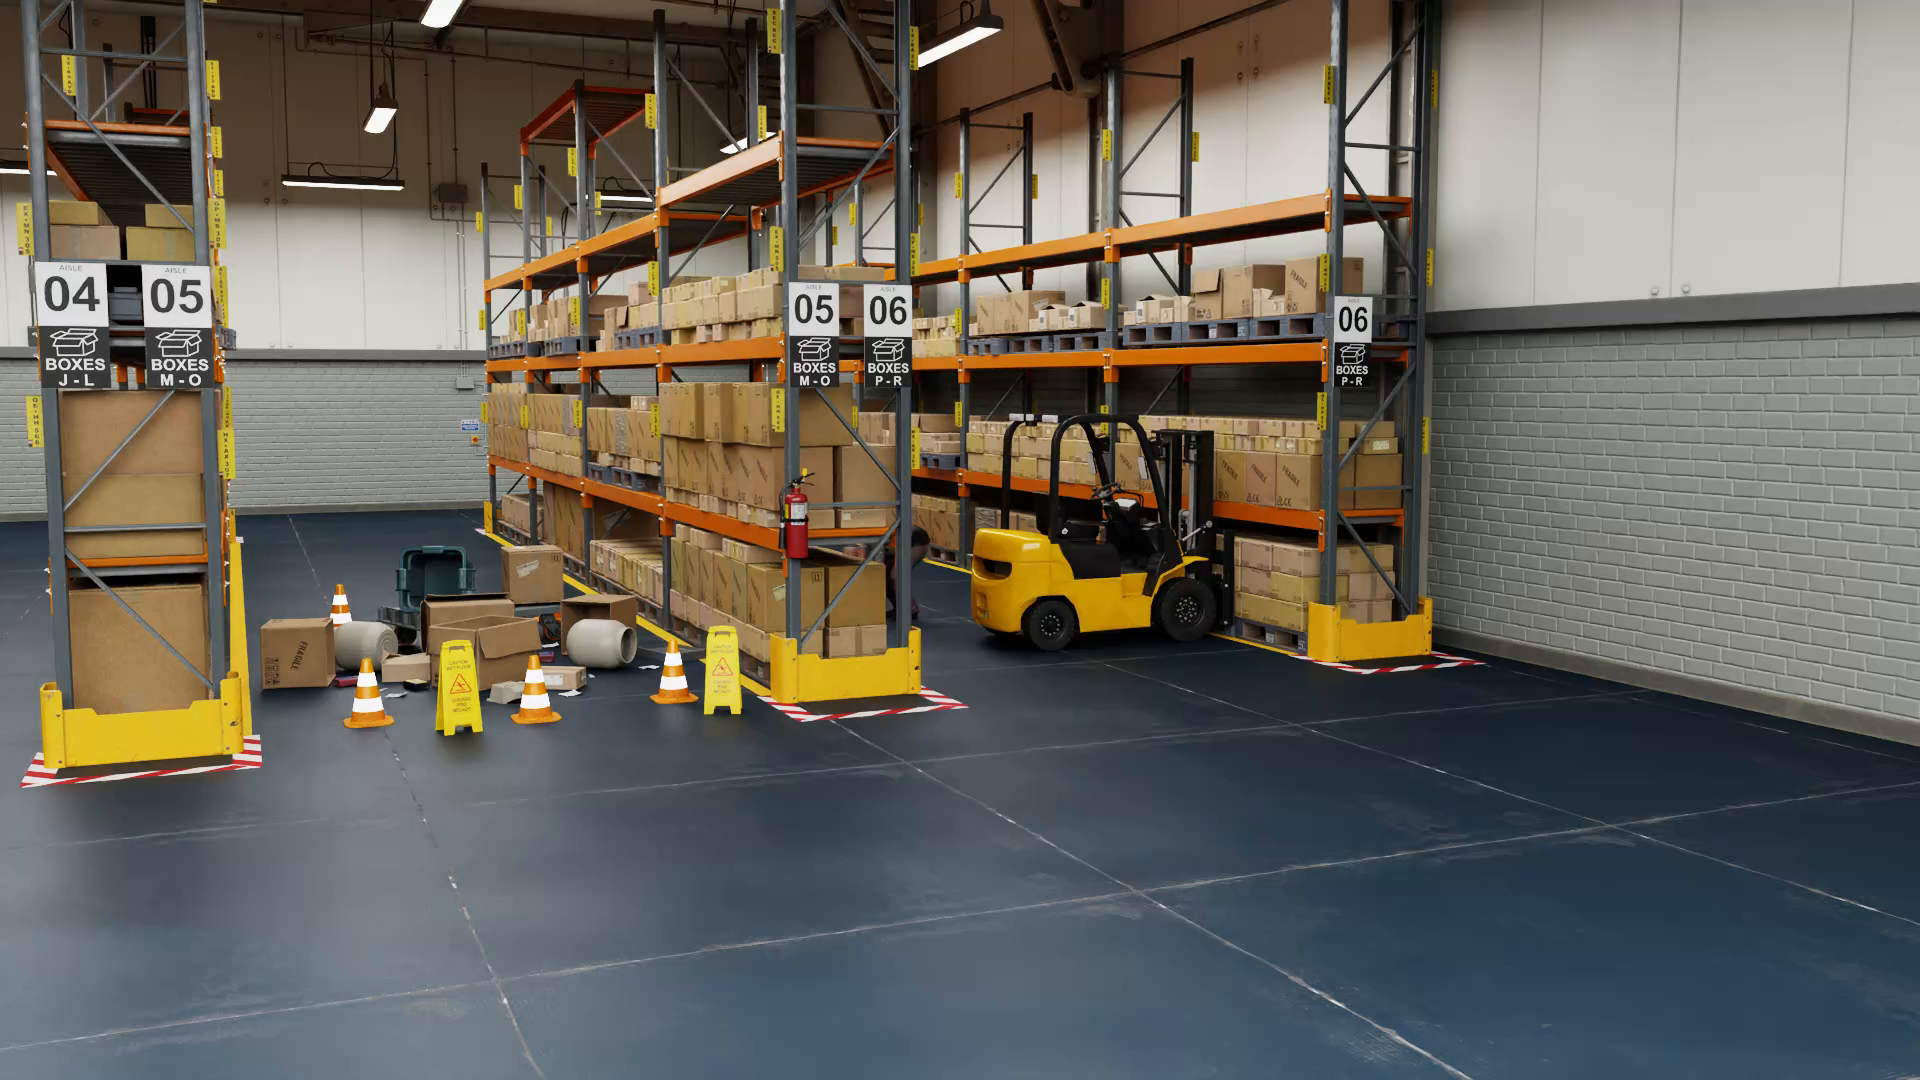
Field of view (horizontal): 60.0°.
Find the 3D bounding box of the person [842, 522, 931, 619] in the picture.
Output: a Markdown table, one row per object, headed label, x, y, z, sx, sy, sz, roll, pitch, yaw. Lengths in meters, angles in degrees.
| label | x | y | z | sx | sy | sz | roll | pitch | yaw |
| --- | --- | --- | --- | --- | --- | --- | --- | --- | --- |
| person | -0.778 | 0.320 | 17.259 | 0.948 | 1.014 | 0.503 | -3 | 6 | -27 |
